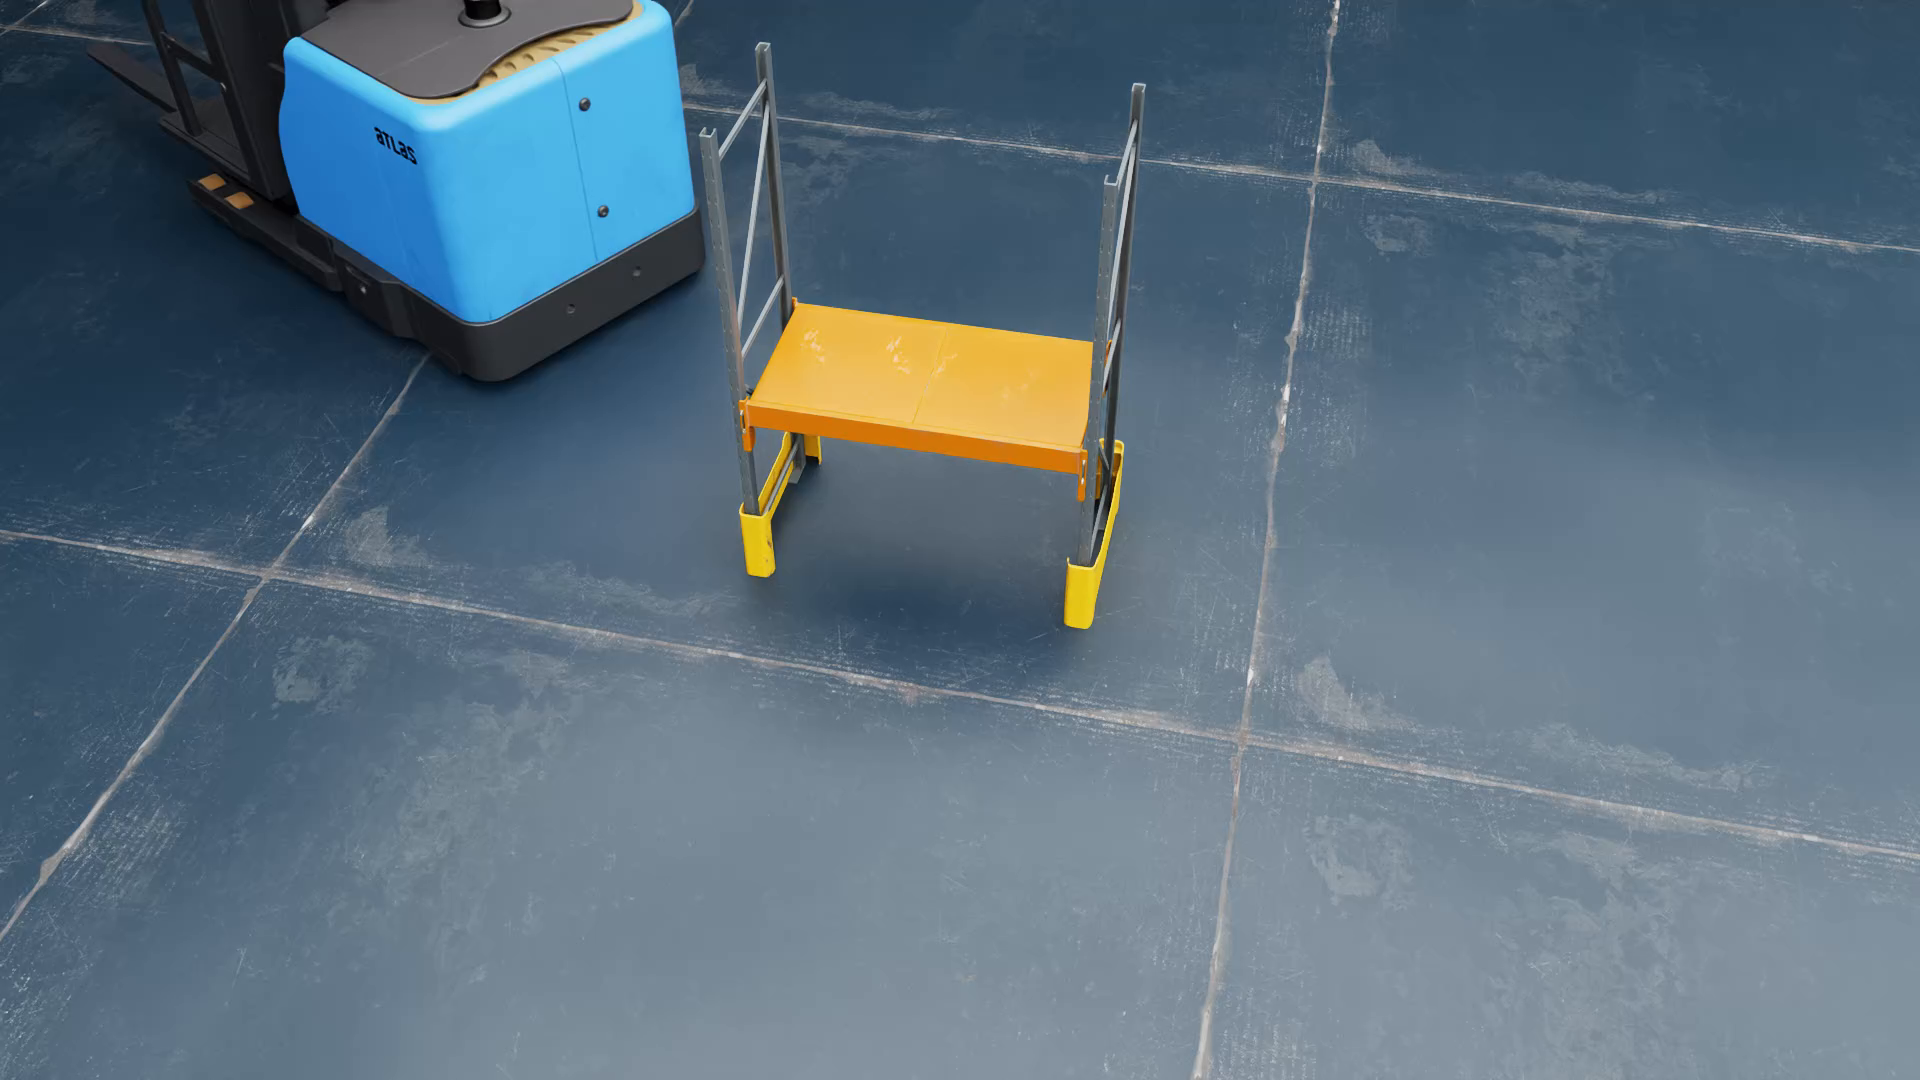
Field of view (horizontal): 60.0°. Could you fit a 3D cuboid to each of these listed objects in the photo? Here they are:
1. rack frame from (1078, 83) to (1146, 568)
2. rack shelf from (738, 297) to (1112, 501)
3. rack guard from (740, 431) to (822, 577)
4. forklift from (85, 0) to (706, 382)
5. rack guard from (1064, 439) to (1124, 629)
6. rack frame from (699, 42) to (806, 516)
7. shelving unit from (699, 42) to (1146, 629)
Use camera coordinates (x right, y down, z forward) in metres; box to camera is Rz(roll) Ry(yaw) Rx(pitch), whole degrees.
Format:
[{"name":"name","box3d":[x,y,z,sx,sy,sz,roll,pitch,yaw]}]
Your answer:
[{"name":"rack frame","box3d":[0.413,-0.476,4.663,0.032,1.500,0.500,9,45,9]},{"name":"rack shelf","box3d":[-0.083,-0.424,4.868,1.000,0.185,0.538,9,45,9]},{"name":"rack guard","box3d":[-0.560,-0.177,5.254,0.087,0.250,0.587,9,45,9]},{"name":"forklift","box3d":[-2.391,-2.484,5.717,3.031,2.935,1.130,31,52,28]},{"name":"rack guard","box3d":[0.412,-0.026,5.097,0.087,0.250,0.587,9,45,9]},{"name":"rack frame","box3d":[-0.579,-0.630,4.823,0.032,1.500,0.500,9,45,9]},{"name":"shelving unit","box3d":[-0.074,-0.552,4.742,1.083,1.500,0.587,9,45,9]}]
